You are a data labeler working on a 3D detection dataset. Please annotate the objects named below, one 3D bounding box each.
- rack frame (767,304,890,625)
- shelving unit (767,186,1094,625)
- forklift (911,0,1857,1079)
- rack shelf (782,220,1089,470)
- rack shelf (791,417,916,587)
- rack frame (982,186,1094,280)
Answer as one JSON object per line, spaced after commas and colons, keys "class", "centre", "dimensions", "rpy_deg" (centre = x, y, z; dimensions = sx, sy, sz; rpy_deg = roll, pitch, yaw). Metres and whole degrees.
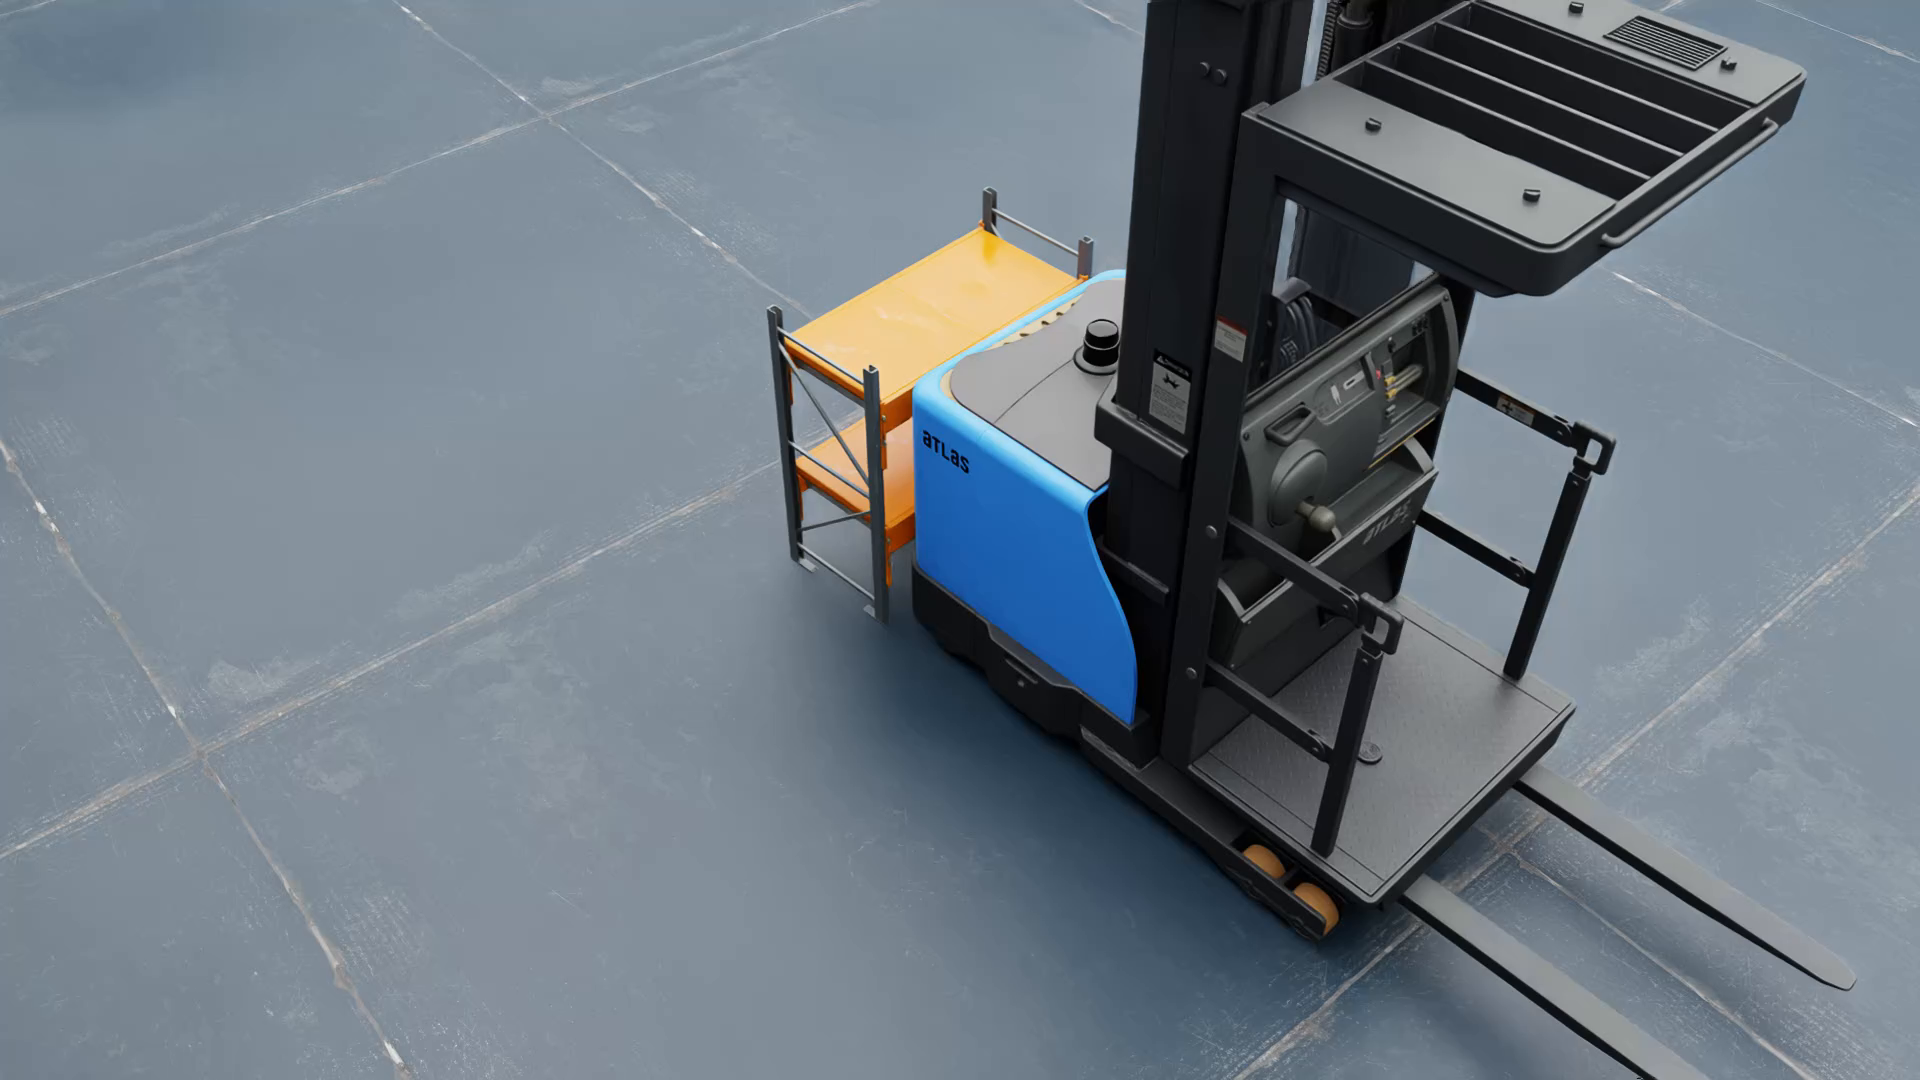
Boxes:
{"class": "rack frame", "centre": [-0.440, -0.233, 5.676], "dimensions": [0.500, 1.125, 0.032], "rpy_deg": [34, 53, 31]}
{"class": "shelving unit", "centre": [-0.085, -0.482, 5.941], "dimensions": [0.538, 1.125, 1.048], "rpy_deg": [34, 53, 31]}
{"class": "forklift", "centre": [1.213, -0.279, 4.406], "dimensions": [1.130, 2.935, 3.031], "rpy_deg": [-33, 52, -30]}
{"class": "rack shelf", "centre": [-0.085, -0.695, 5.741], "dimensions": [0.538, 0.278, 1.000], "rpy_deg": [34, 53, 31]}
{"class": "rack shelf", "centre": [-0.085, -0.303, 6.108], "dimensions": [0.538, 0.278, 1.000], "rpy_deg": [34, 53, 31]}
{"class": "rack frame", "centre": [0.270, -0.731, 6.206], "dimensions": [0.500, 1.125, 0.032], "rpy_deg": [34, 53, 31]}
